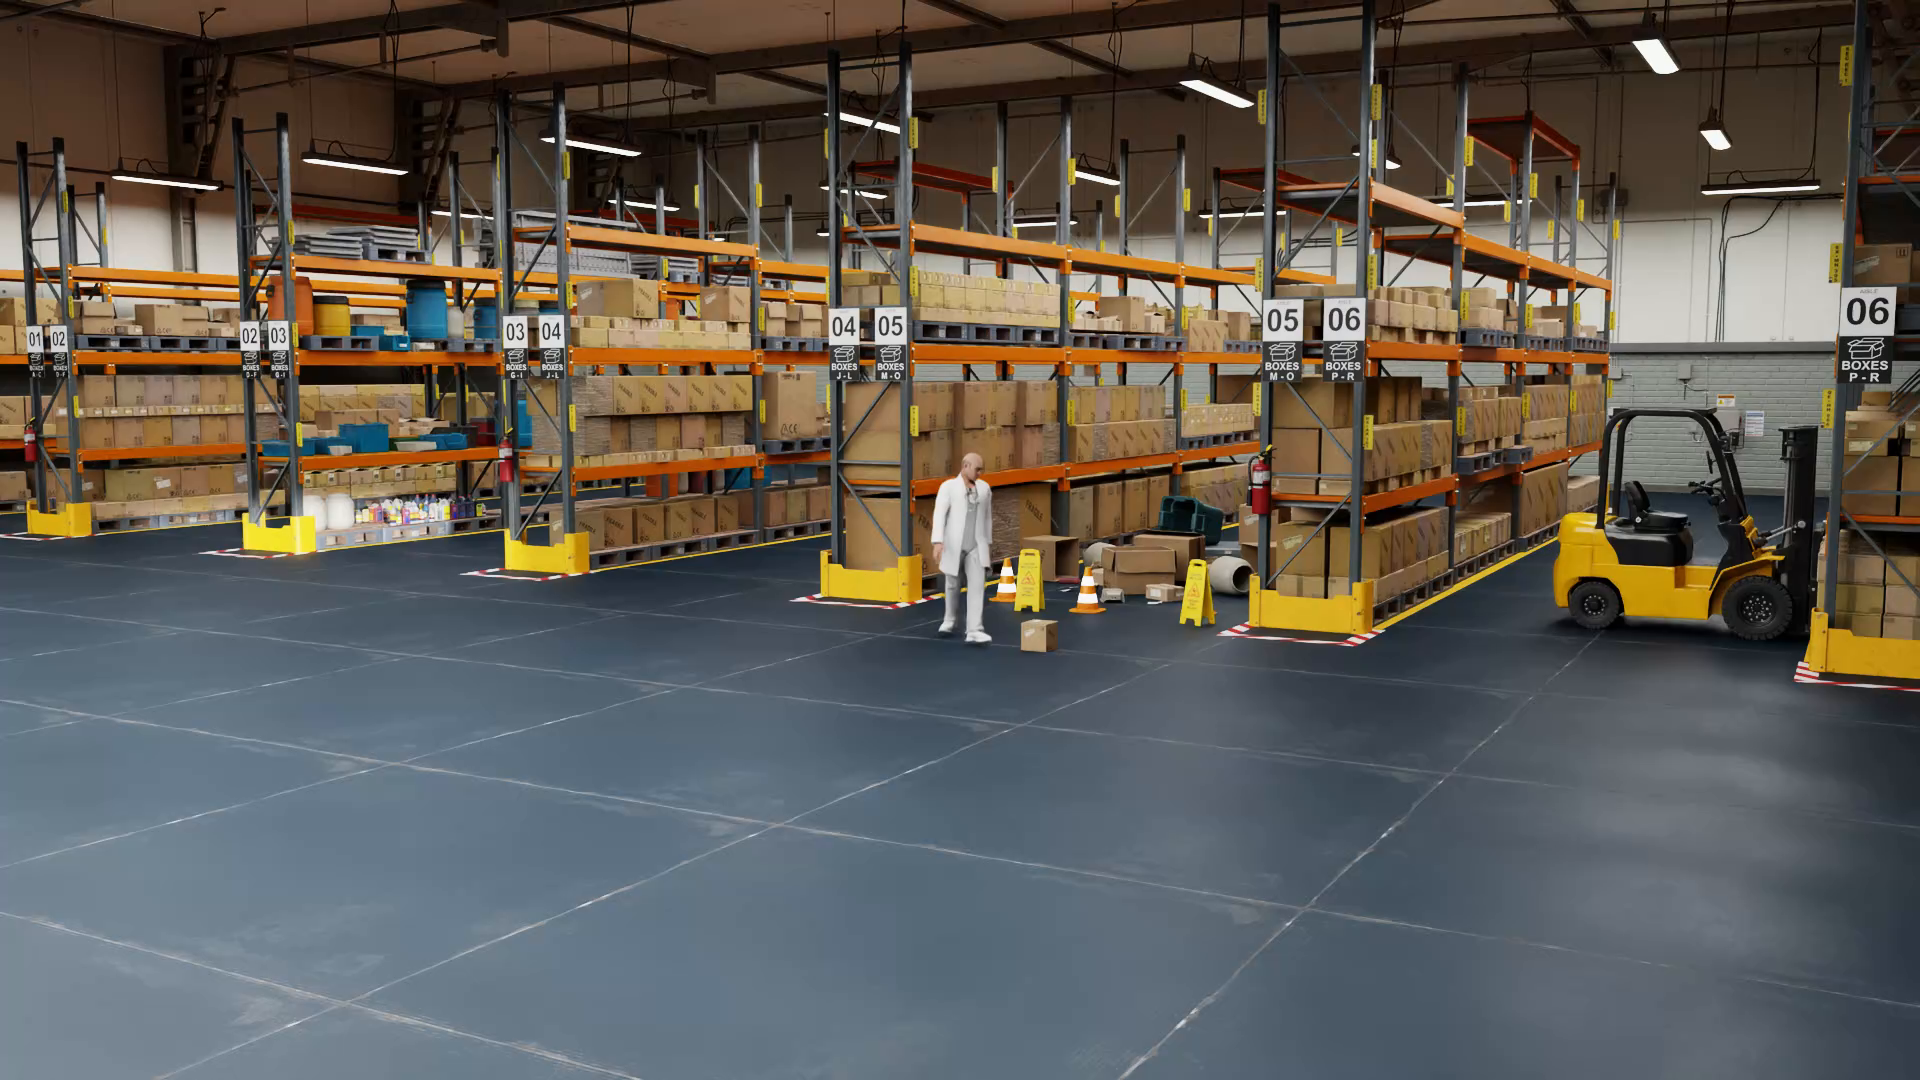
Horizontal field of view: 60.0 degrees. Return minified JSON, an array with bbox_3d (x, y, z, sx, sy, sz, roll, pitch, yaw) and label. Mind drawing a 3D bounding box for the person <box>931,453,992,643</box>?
[{"bbox_3d":[0.021,0.062,15.454,0.650,1.741,1.002,-1,6,-13],"label":"person"}]
